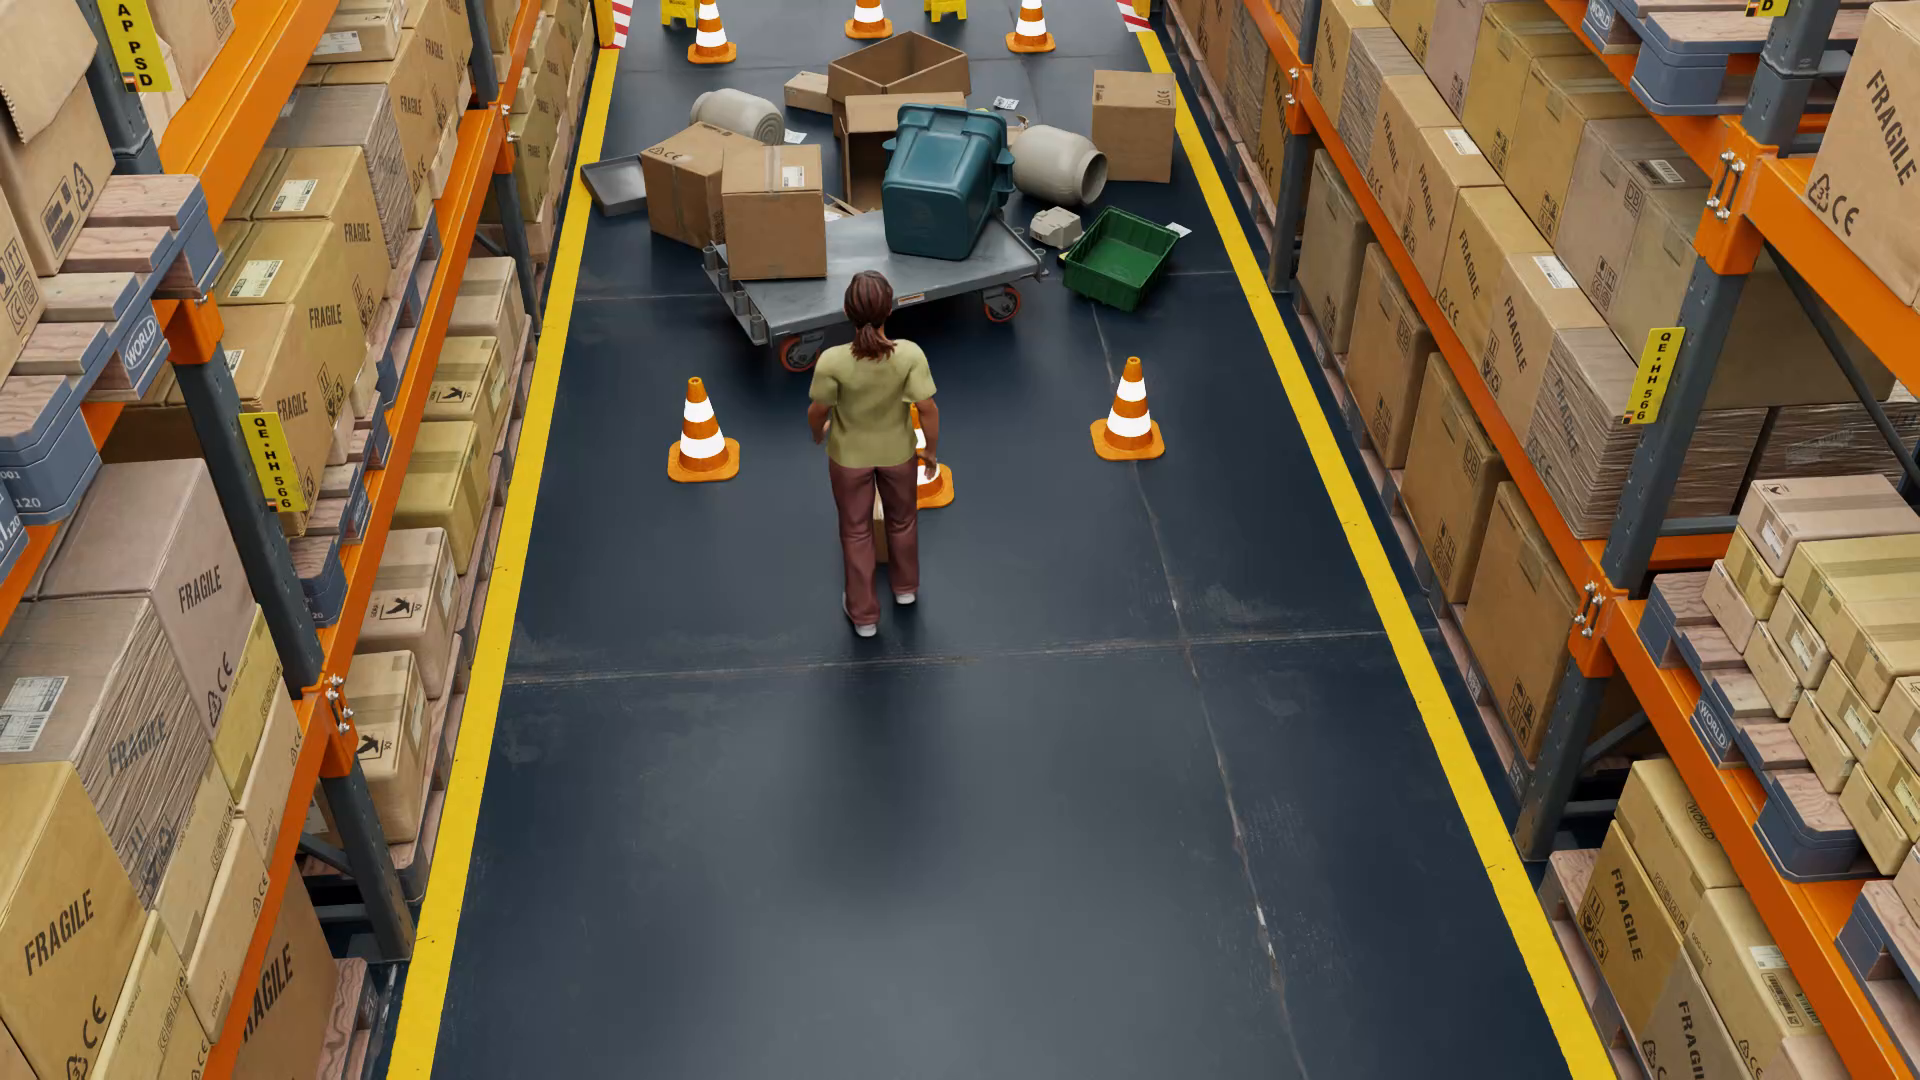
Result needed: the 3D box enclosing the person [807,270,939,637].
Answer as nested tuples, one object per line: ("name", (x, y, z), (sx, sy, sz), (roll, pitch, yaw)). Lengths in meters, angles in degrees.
("person", (-0.352, -0.360, 6.599), (0.497, 1.691, 0.539), (-7, 40, -8))
